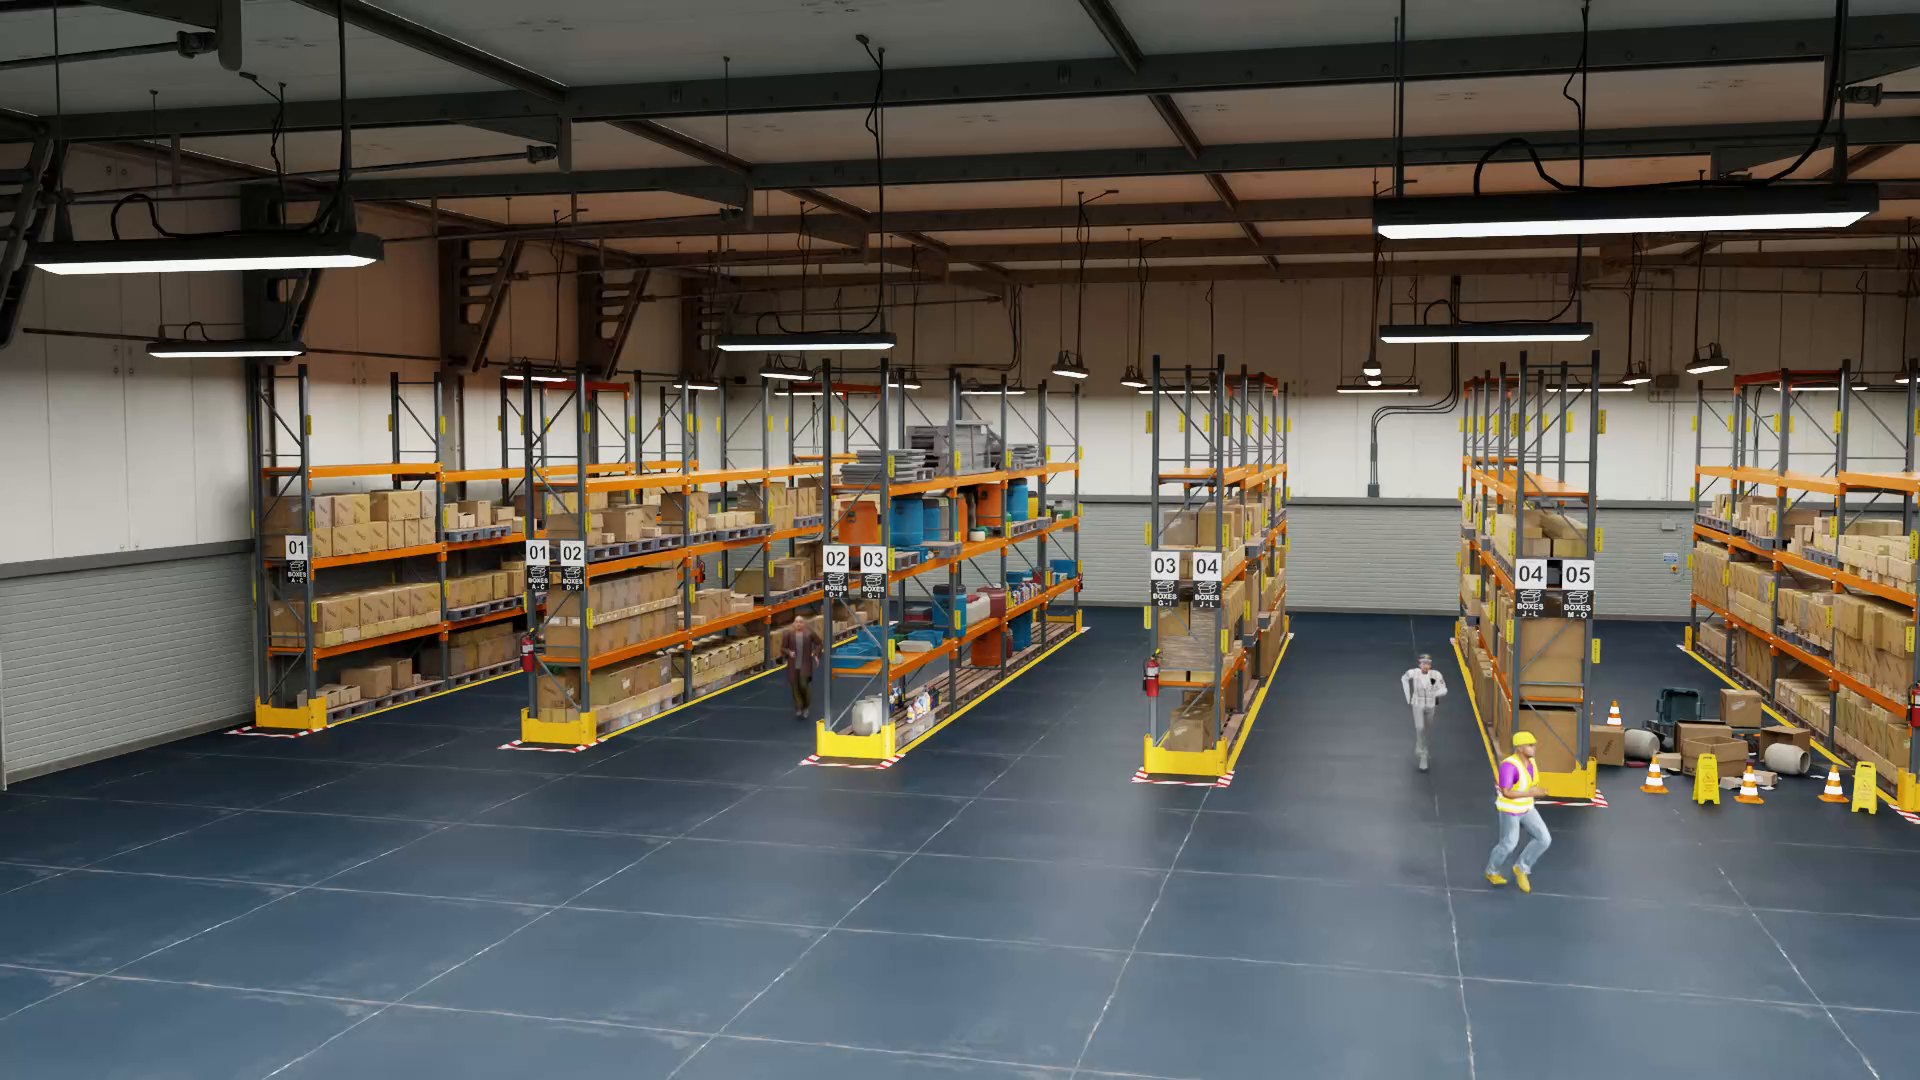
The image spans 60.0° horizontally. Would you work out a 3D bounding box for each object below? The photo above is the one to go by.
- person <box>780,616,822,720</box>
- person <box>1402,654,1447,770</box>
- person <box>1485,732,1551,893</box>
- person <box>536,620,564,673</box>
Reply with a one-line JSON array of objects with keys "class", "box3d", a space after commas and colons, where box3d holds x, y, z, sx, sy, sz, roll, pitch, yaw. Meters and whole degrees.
[{"class": "person", "box3d": [-2.717, 2.161, 28.255, 0.680, 1.747, 0.734, 0, 4, 5]}, {"class": "person", "box3d": [6.850, 2.491, 24.567, 0.613, 1.693, 0.964, 0, 4, 6]}, {"class": "person", "box3d": [5.973, 2.895, 17.780, 0.734, 1.743, 0.800, -3, 5, -37]}, {"class": "person", "box3d": [-7.311, 2.043, 29.983, 0.664, 1.852, 0.777, 1, 4, 7]}]
